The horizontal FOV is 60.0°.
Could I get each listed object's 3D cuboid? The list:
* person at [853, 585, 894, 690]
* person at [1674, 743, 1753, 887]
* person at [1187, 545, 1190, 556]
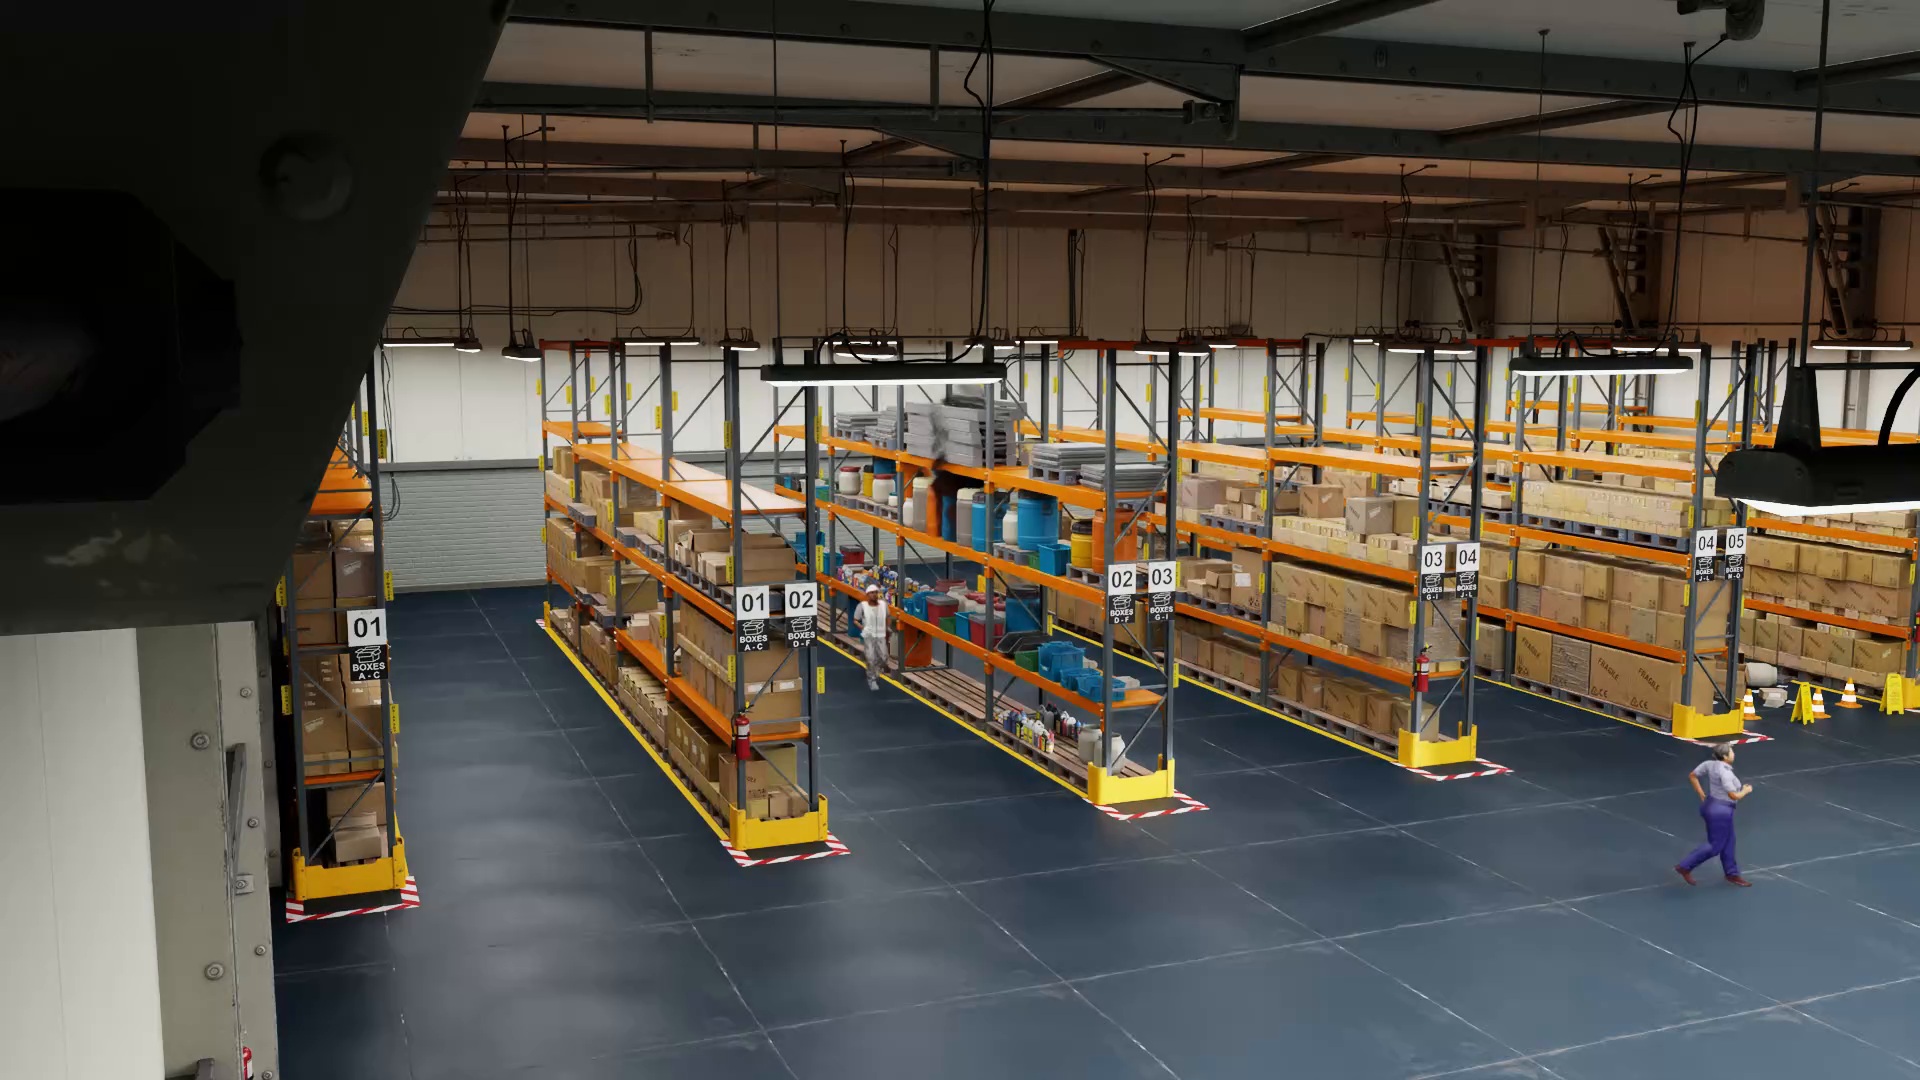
[{"bbox_3d":[-1.431,1.607,27.527,0.685,1.748,0.599,-3,8,-21],"label":"person"},{"bbox_3d":[8.476,3.083,18.634,0.903,1.654,0.632,0,7,3],"label":"person"},{"bbox_3d":[5.823,0.098,41.583,0.651,1.717,0.593,-4,9,-30],"label":"person"}]
